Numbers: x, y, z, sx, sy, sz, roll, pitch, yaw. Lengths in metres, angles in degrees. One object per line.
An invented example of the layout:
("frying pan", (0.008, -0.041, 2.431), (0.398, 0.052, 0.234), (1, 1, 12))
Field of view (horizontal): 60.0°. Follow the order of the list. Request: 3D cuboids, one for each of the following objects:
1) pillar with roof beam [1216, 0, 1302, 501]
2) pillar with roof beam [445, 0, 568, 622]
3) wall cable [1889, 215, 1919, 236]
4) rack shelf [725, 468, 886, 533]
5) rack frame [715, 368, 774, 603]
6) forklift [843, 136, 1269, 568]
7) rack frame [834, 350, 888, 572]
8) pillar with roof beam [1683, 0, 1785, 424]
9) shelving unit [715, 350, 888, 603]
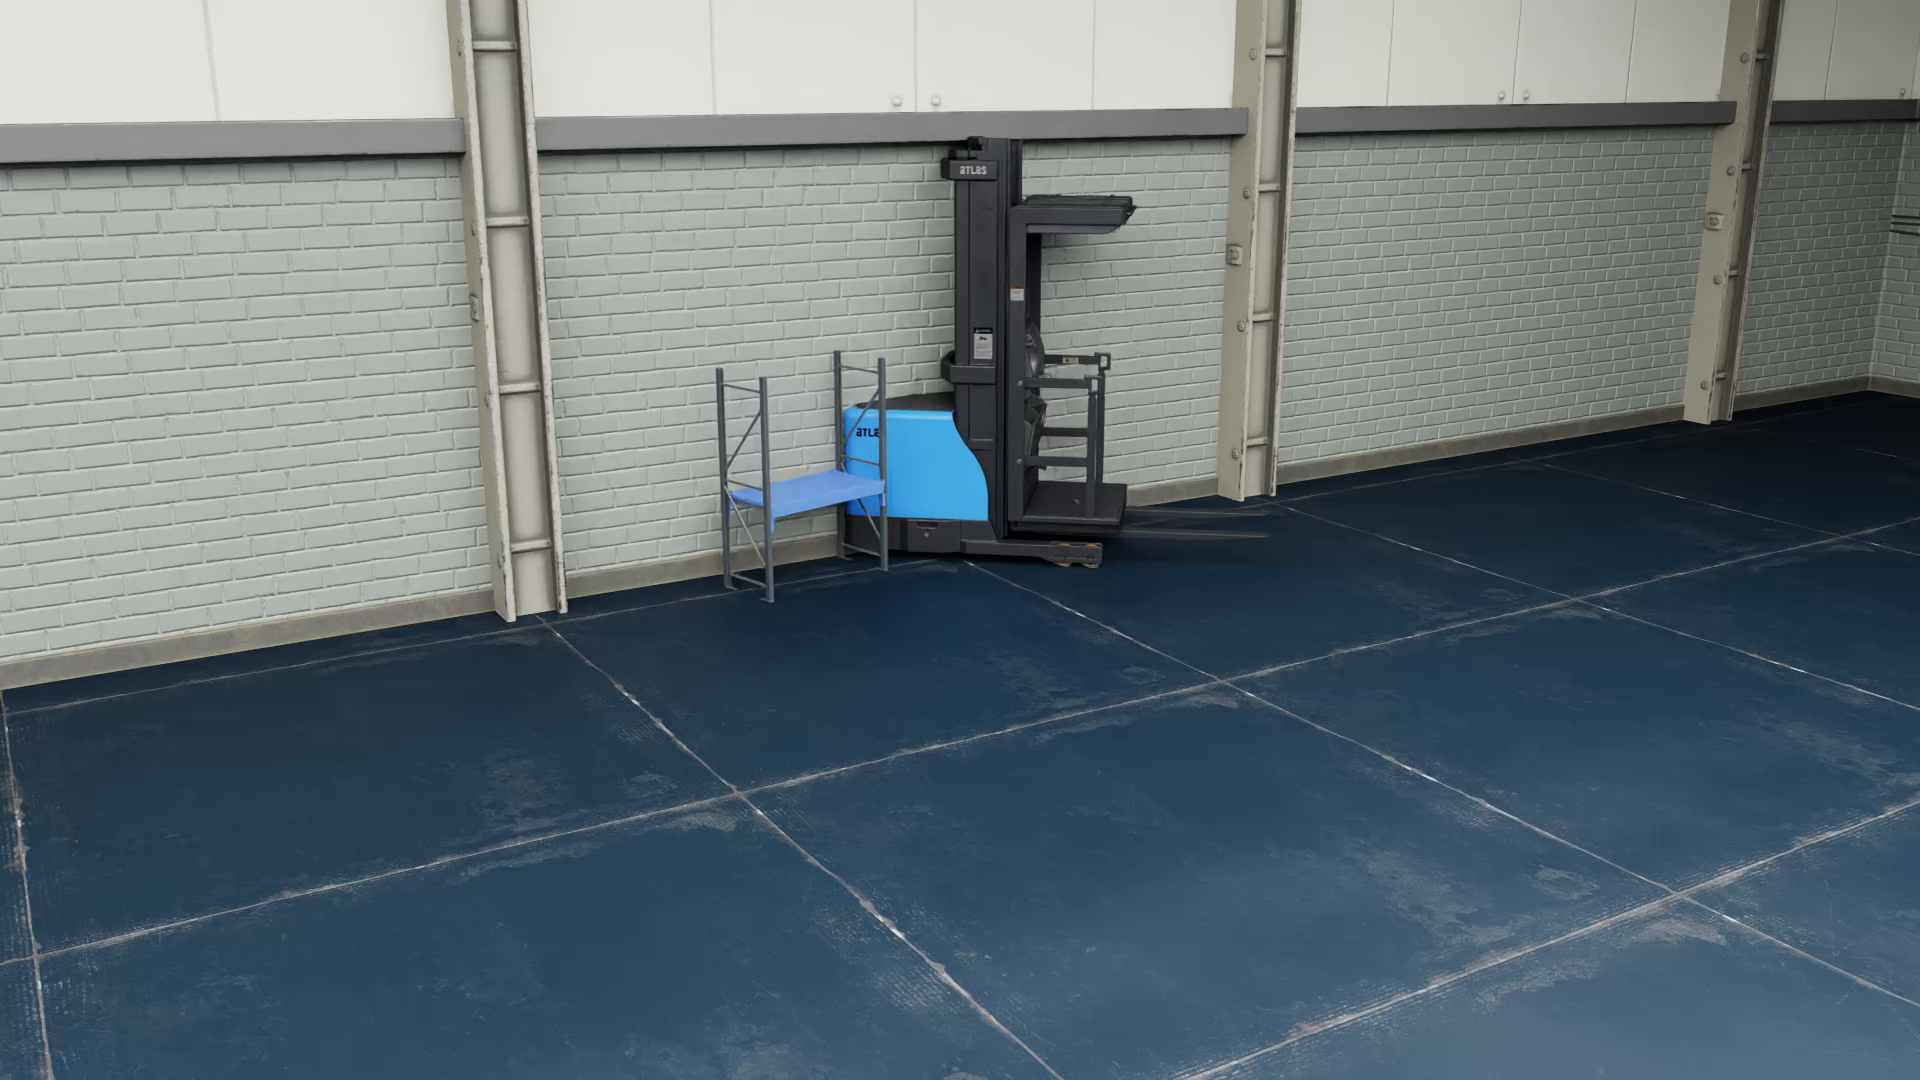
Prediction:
("pillar with roof beam", (4.580, -3.713, 8.985), (0.400, 9.000, 9.100), (-9, 18, -30))
("pillar with roof beam", (-0.564, -2.879, 6.010), (0.400, 9.000, 9.100), (-9, 18, -30))
("wall cable", (10.712, -4.152, 16.302), (0.112, 2.526, 3.097), (-9, 18, -30))
("rack shelf", (-1.051, -0.280, 11.296), (0.538, 0.185, 1.000), (15, 22, 43))
("rack frame", (-1.410, -0.356, 10.901), (0.500, 1.500, 0.032), (15, 22, 43))
("forklift", (0.719, -1.368, 11.861), (3.031, 2.935, 1.130), (2, 16, 8))
("rack frame", (-0.692, -0.550, 11.594), (0.500, 1.500, 0.032), (15, 22, 43))
("pillar with roof beam", (9.723, -4.547, 11.960), (0.400, 9.000, 9.100), (-9, 18, -30))
("shelving unit", (-1.051, -0.453, 11.248), (0.538, 1.500, 1.048), (15, 22, 43))
